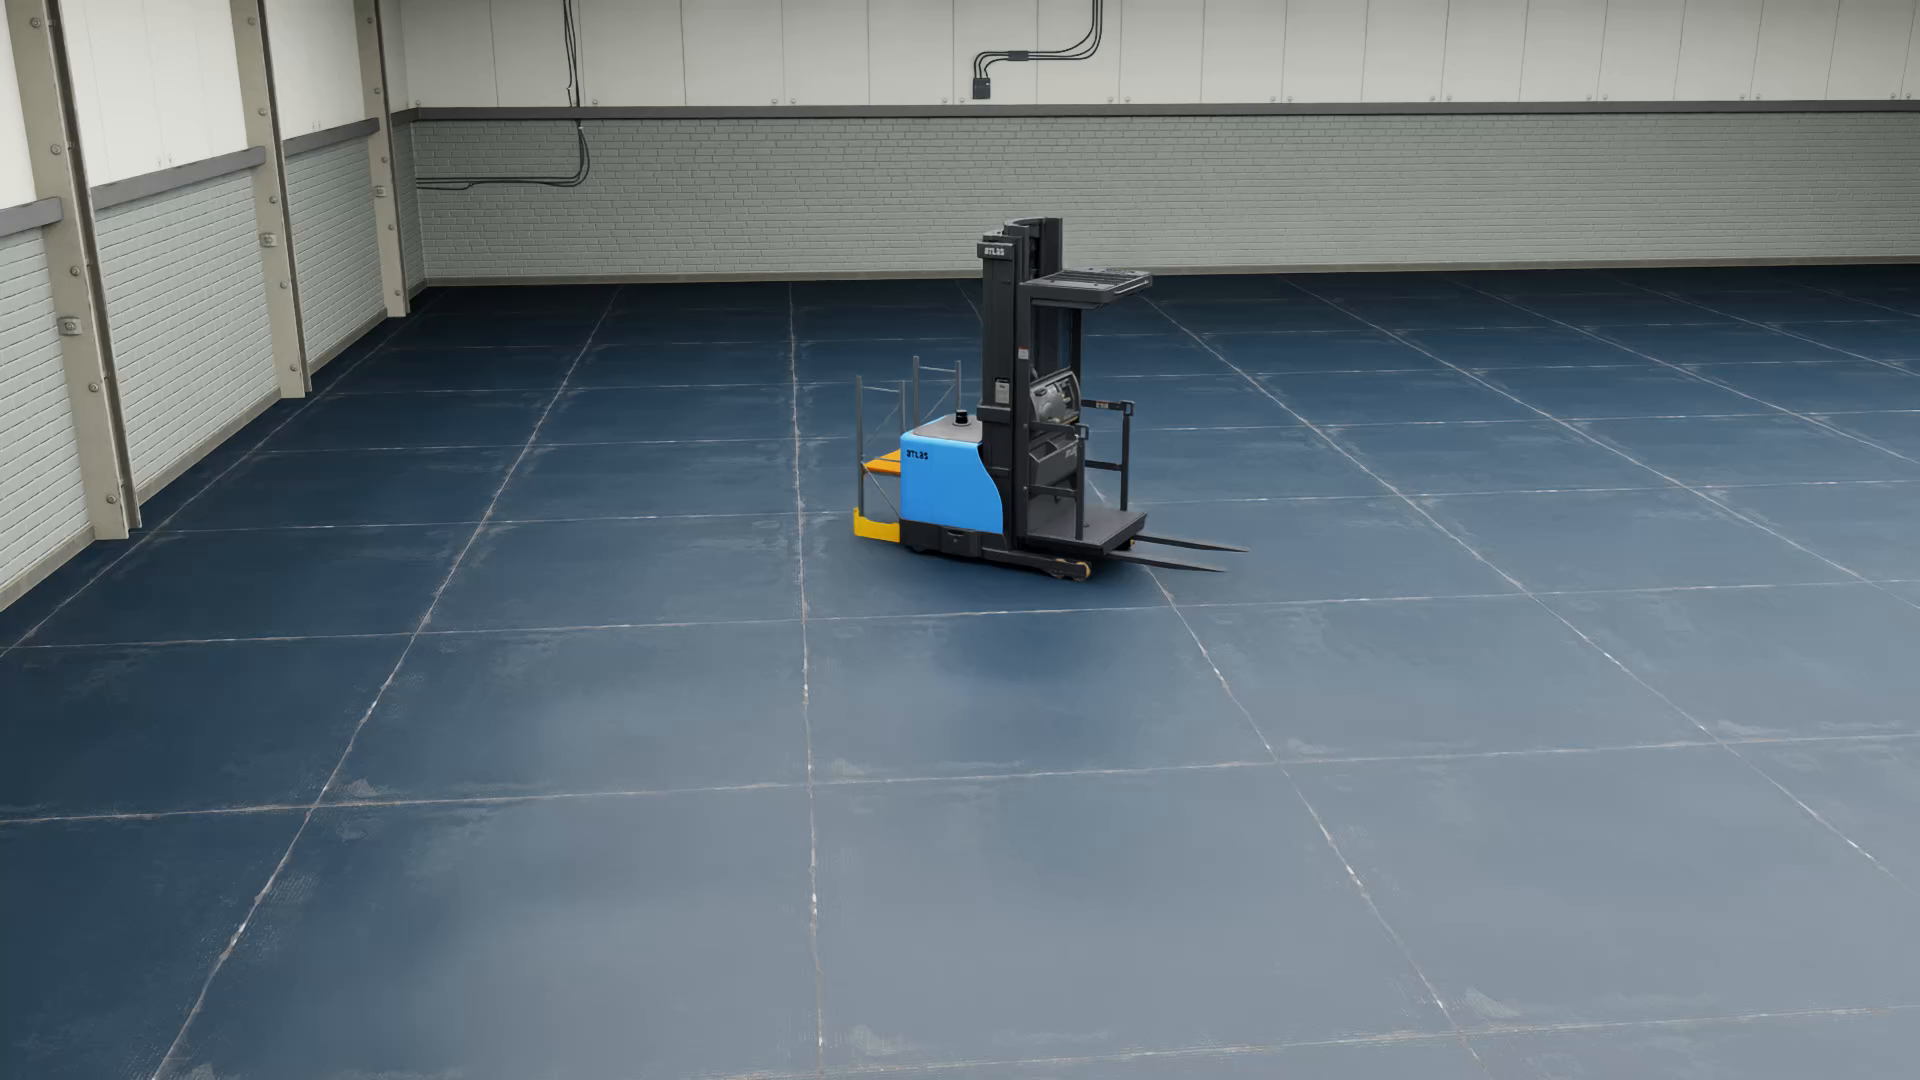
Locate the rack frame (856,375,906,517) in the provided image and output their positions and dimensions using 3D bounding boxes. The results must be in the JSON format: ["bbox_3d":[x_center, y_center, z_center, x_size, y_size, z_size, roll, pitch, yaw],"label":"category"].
[{"bbox_3d":[-0.713,-0.731,15.074,0.500,1.500,0.032,9,20,28],"label":"rack frame"}]

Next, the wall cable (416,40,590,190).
[{"bbox_3d":[-8.062,-7.371,28.890,3.097,2.526,0.112,-2,18,-6],"label":"wall cable"}]

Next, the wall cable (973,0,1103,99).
[{"bbox_3d":[1.383,-10.764,28.835,2.305,6.003,0.169,-2,18,-6],"label":"wall cable"}]

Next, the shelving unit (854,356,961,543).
[{"bbox_3d":[-0.469,-0.861,15.490,0.587,1.500,1.083,9,20,28],"label":"shelving unit"}]

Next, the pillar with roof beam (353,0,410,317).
[{"bbox_3d":[-4.791,-8.067,25.923,9.100,9.000,0.400,-2,18,-6],"label":"pillar with roof beam"}]

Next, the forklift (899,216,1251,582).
[{"bbox_3d":[1.004,-1.227,14.264,3.031,2.935,1.130,9,20,26],"label":"forklift"}]

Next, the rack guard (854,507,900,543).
[{"bbox_3d":[-0.712,-0.135,15.263,0.587,0.250,0.087,9,20,28],"label":"rack guard"}]

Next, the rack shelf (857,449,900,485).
[{"bbox_3d":[-0.465,-0.692,15.552,0.538,0.185,1.000,9,20,28],"label":"rack shelf"}]

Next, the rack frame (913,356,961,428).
[{"bbox_3d":[-0.217,-0.997,15.921,0.500,1.500,0.032,9,20,28],"label":"rack frame"}]

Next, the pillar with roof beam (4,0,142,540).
[{"bbox_3d":[-3.553,-4.492,14.535,9.100,9.000,0.400,-2,18,-6],"label":"pillar with roof beam"}]

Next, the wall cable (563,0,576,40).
[{"bbox_3d":[-5.371,-9.865,28.400,3.097,2.526,0.112,-2,18,-6],"label":"wall cable"}]

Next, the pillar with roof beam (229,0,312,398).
[{"bbox_3d":[-4.172,-6.280,20.229,9.100,9.000,0.400,-2,18,-6],"label":"pillar with roof beam"}]
